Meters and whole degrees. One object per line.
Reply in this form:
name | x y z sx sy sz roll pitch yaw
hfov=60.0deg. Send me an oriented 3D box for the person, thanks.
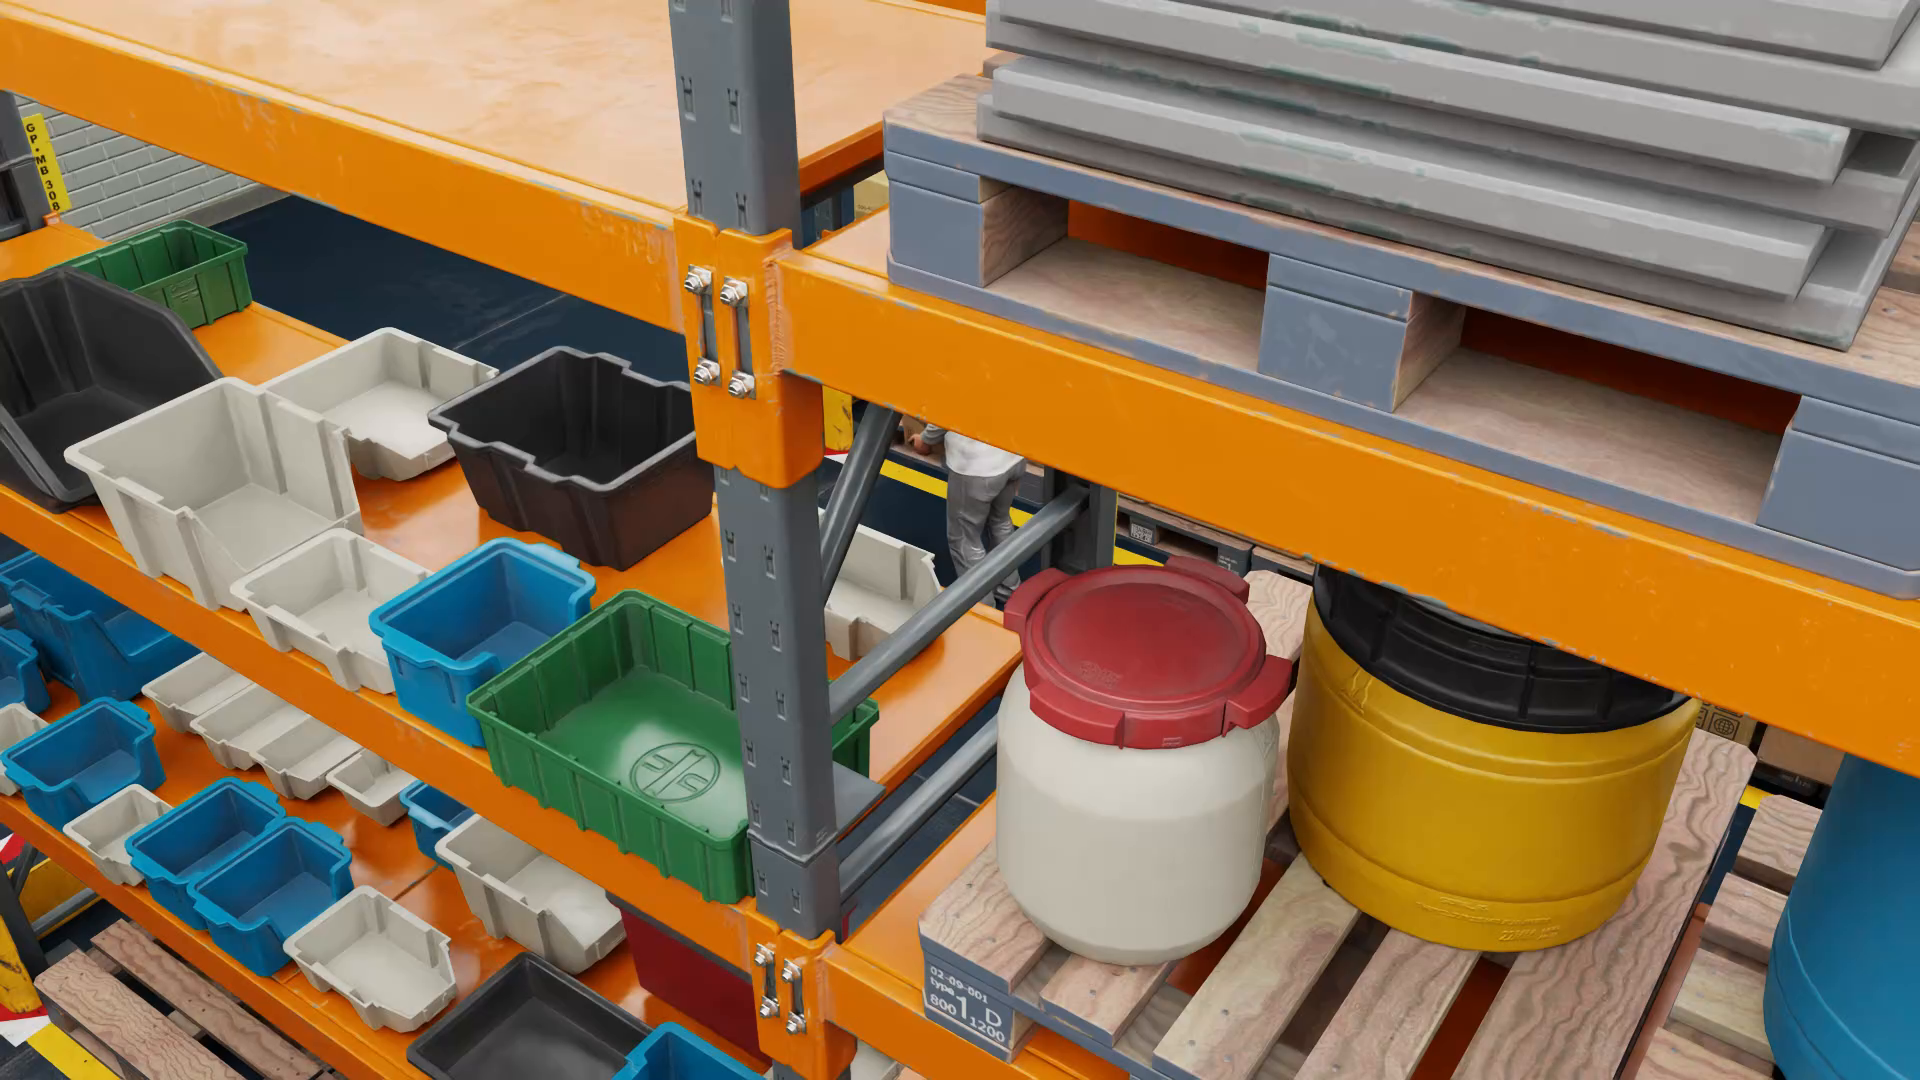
person | 0.037 -0.409 7.898 0.546 1.765 0.494 22 40 29
